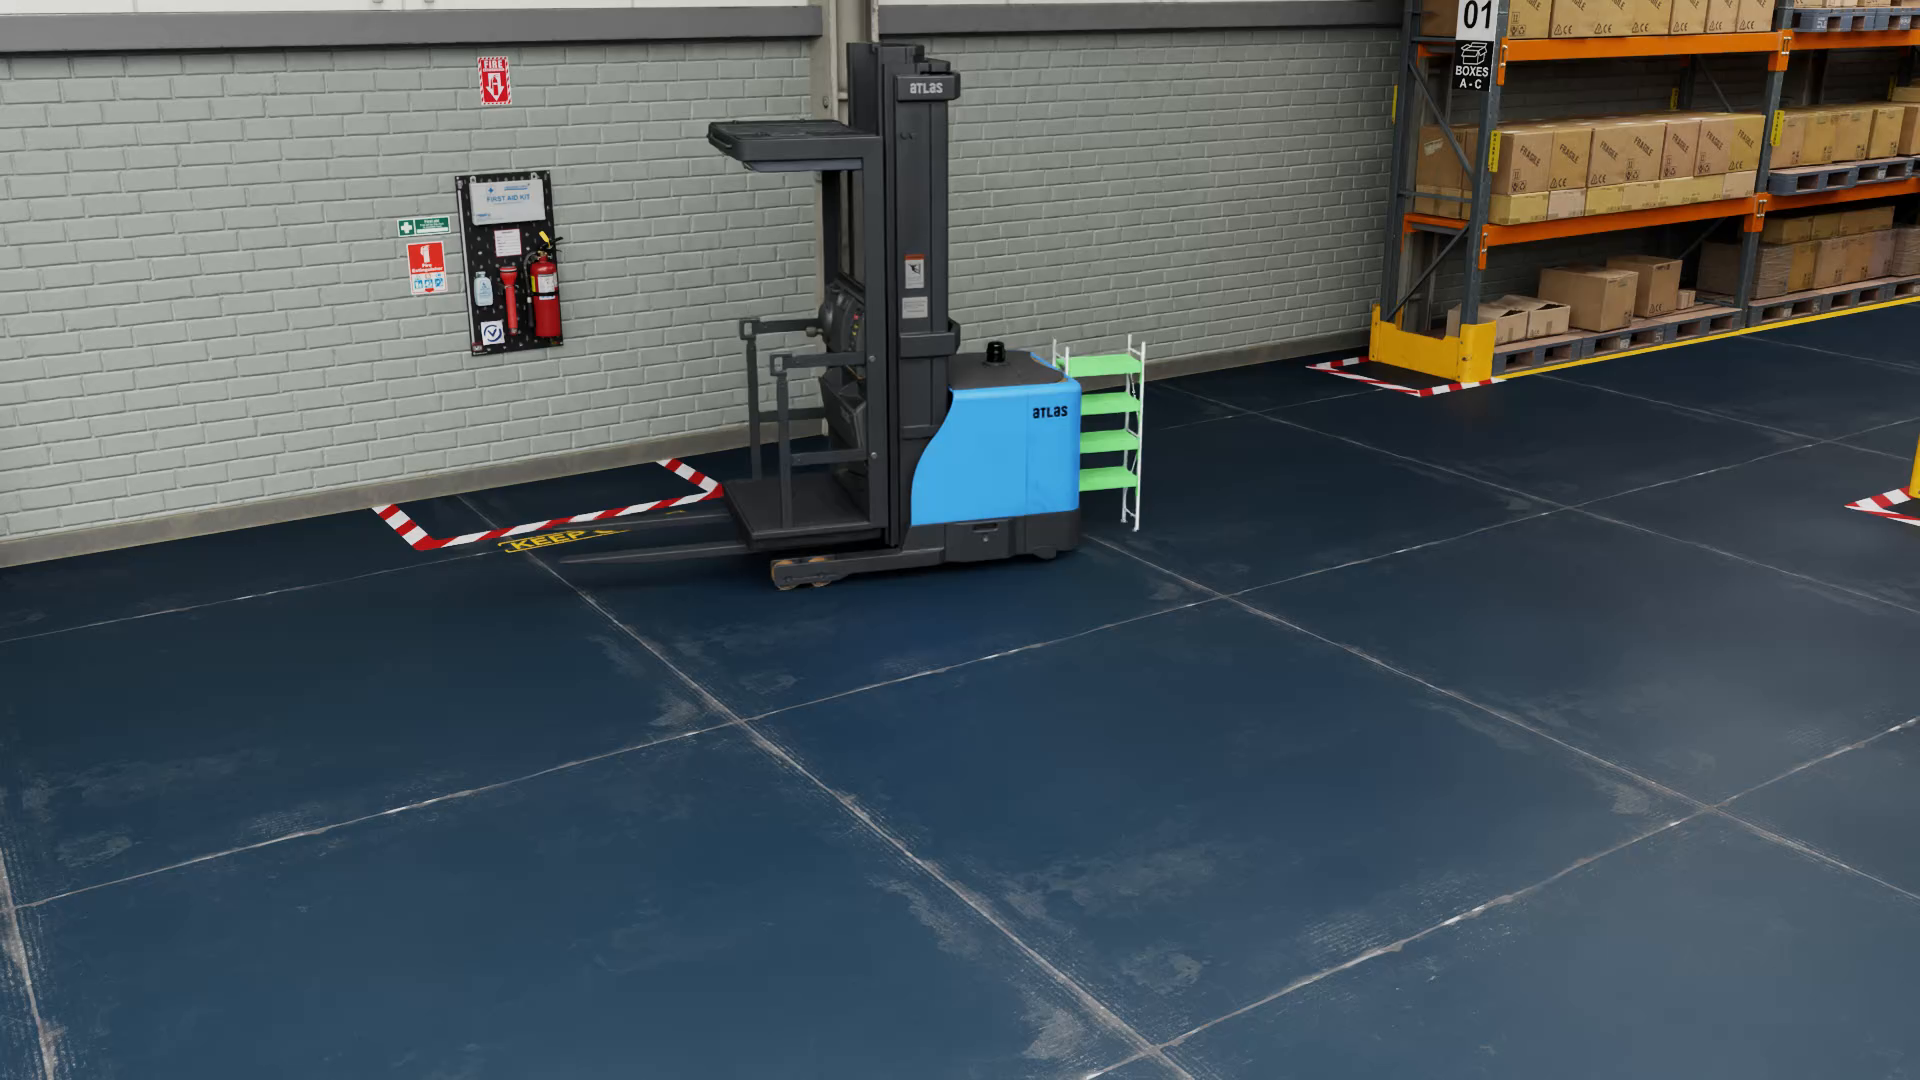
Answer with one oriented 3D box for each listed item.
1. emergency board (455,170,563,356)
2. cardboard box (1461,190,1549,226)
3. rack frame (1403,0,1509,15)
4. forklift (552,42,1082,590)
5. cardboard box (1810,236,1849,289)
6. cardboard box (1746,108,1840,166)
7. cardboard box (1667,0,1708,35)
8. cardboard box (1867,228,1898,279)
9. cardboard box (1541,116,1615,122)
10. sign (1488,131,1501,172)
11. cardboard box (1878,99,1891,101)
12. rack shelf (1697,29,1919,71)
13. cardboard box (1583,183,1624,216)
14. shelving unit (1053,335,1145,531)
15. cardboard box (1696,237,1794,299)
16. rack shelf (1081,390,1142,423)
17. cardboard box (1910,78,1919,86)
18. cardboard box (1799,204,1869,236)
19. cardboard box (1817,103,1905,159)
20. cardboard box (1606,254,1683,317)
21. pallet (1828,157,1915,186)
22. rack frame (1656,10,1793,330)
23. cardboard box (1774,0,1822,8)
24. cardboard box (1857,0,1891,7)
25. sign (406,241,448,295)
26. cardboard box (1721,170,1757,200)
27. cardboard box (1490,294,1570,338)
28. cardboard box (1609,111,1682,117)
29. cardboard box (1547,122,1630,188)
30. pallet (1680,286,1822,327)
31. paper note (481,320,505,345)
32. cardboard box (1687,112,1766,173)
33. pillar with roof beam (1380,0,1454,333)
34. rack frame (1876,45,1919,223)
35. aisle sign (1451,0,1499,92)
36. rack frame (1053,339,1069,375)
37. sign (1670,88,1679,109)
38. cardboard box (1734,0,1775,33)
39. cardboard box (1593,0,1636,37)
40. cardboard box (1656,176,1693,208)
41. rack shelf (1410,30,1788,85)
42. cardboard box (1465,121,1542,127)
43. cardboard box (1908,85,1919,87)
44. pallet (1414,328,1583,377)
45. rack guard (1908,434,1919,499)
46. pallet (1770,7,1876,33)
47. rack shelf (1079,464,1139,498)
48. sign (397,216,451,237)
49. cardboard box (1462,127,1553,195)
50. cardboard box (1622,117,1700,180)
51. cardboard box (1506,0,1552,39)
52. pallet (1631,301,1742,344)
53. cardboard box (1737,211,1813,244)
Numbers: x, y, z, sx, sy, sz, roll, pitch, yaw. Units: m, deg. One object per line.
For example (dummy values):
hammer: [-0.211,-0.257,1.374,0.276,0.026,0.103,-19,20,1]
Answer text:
emergency board: [-2.902,-1.800,10.886,0.643,1.169,0.194,-12,22,-31]
cardboard box: [4.668,-2.867,14.244,0.500,0.250,0.500,-13,22,-33]
rack frame: [4.085,-5.769,13.260,0.127,3.000,1.000,-12,22,-31]
forklift: [-0.856,-1.294,9.495,3.031,2.935,1.130,-5,19,-16]
cardboard box: [8.884,-2.974,17.574,0.500,0.500,0.700,-12,22,-31]
cardboard box: [8.341,-4.065,16.742,0.500,0.500,0.700,-9,21,-26]
cardboard box: [6.269,-4.761,14.774,0.500,0.500,0.500,-13,23,-33]
cardboard box: [9.700,-3.160,18.126,0.500,0.500,0.700,-12,22,-31]
cardboard box: [5.638,-3.628,15.324,0.500,0.500,0.500,-12,22,-31]
sign: [4.384,-3.192,13.653,0.005,0.325,0.100,-12,22,-31]
cardboard box: [10.380,-4.507,18.049,0.500,0.500,0.700,-15,24,-38]
rack shelf: [9.096,-5.064,16.981,4.000,0.370,1.077,-12,22,-31]
cardboard box: [5.522,-3.050,14.787,0.500,0.250,0.500,-12,22,-32]
shelving unit: [0.842,-0.638,10.258,0.503,1.200,0.258,-5,19,-16]
cardboard box: [8.032,-2.790,17.031,0.500,0.500,0.700,-11,22,-30]
rack shelf: [0.842,-0.805,10.202,0.480,0.148,0.258,-5,19,-16]
cardboard box: [11.003,-5.039,18.643,0.500,0.250,0.500,-11,22,-30]
cardboard box: [9.257,-3.400,17.663,0.500,0.250,0.500,-12,22,-32]
cardboard box: [9.351,-4.281,17.382,0.500,0.500,0.700,-12,22,-31]
cardboard box: [6.581,-2.463,16.062,0.500,0.500,0.500,-14,23,-35]
pallet: [9.136,-3.886,17.355,1.213,0.211,1.003,-12,22,-31]
rack frame: [7.426,-3.632,16.304,0.127,3.000,1.000,-12,22,-31]
cardboard box: [7.927,-5.374,15.962,0.500,0.500,0.500,-9,20,-24]
cardboard box: [8.957,-5.591,16.605,0.500,0.500,0.500,-13,23,-33]
sign: [-3.420,-1.747,10.674,0.234,0.329,0.001,-12,22,-31]
cardboard box: [7.197,-3.406,15.839,0.500,0.250,0.500,-12,22,-31]
cardboard box: [5.189,-2.060,15.167,0.500,0.311,0.500,-10,21,-27]
cardboard box: [6.485,-3.809,15.859,0.500,0.500,0.500,-12,22,-32]
cardboard box: [5.503,-3.399,14.646,0.500,0.500,0.500,-13,22,-33]
pallet: [8.075,-2.449,17.158,1.213,0.211,1.003,-12,22,-31]
paper note: [-3.088,-1.370,10.989,0.142,0.148,0.016,-12,22,-31]
cardboard box: [7.201,-3.760,15.714,0.500,0.500,0.500,-12,22,-32]
pillar with roof beam: [6.562,-4.973,10.903,0.400,9.000,9.100,-12,22,-31]
rack frame: [10.767,-4.337,18.388,0.127,3.000,1.000,-12,22,-31]
aisle sign: [4.190,-4.066,13.529,0.004,0.787,0.394,-12,22,-31]
rack frame: [0.608,-0.616,10.193,0.015,1.200,0.240,-5,19,-16]
sign: [7.118,-4.328,16.556,0.005,0.325,0.100,-12,22,-31]
cardboard box: [7.138,-4.954,15.345,0.500,0.500,0.500,-11,22,-30]
cardboard box: [5.402,-4.575,14.222,0.500,0.500,0.500,-11,21,-29]
cardboard box: [6.365,-3.228,15.311,0.500,0.250,0.500,-12,22,-32]
rack shelf: [5.756,-4.360,14.897,4.000,0.370,1.077,-12,22,-31]
cardboard box: [4.788,-3.447,14.789,0.500,0.500,0.500,-12,22,-31]
cardboard box: [10.495,-4.831,17.995,0.250,0.149,0.380,-16,24,-38]
pallet: [4.847,-1.753,15.102,1.213,0.211,1.003,-12,22,-31]
rack guard: [6.793,-0.415,10.691,0.348,0.500,1.175,-12,22,-31]
pallet: [8.000,-5.044,16.091,1.003,0.211,1.213,-12,22,-31]
rack shelf: [0.842,-0.350,10.355,0.480,0.148,0.258,-5,19,-16]
sign: [-3.412,-1.997,10.584,0.331,0.109,0.001,-12,22,-31]
cardboard box: [4.649,-3.225,14.132,0.500,0.500,0.500,-12,22,-31]
cardboard box: [6.361,-3.584,15.196,0.500,0.500,0.500,-13,22,-33]
cardboard box: [4.502,-4.397,13.697,0.500,0.500,0.500,-11,22,-30]
pallet: [6.885,-2.183,16.373,1.213,0.211,1.003,-12,22,-31]
cardboard box: [8.398,-3.224,17.143,0.500,0.250,0.500,-12,22,-33]
